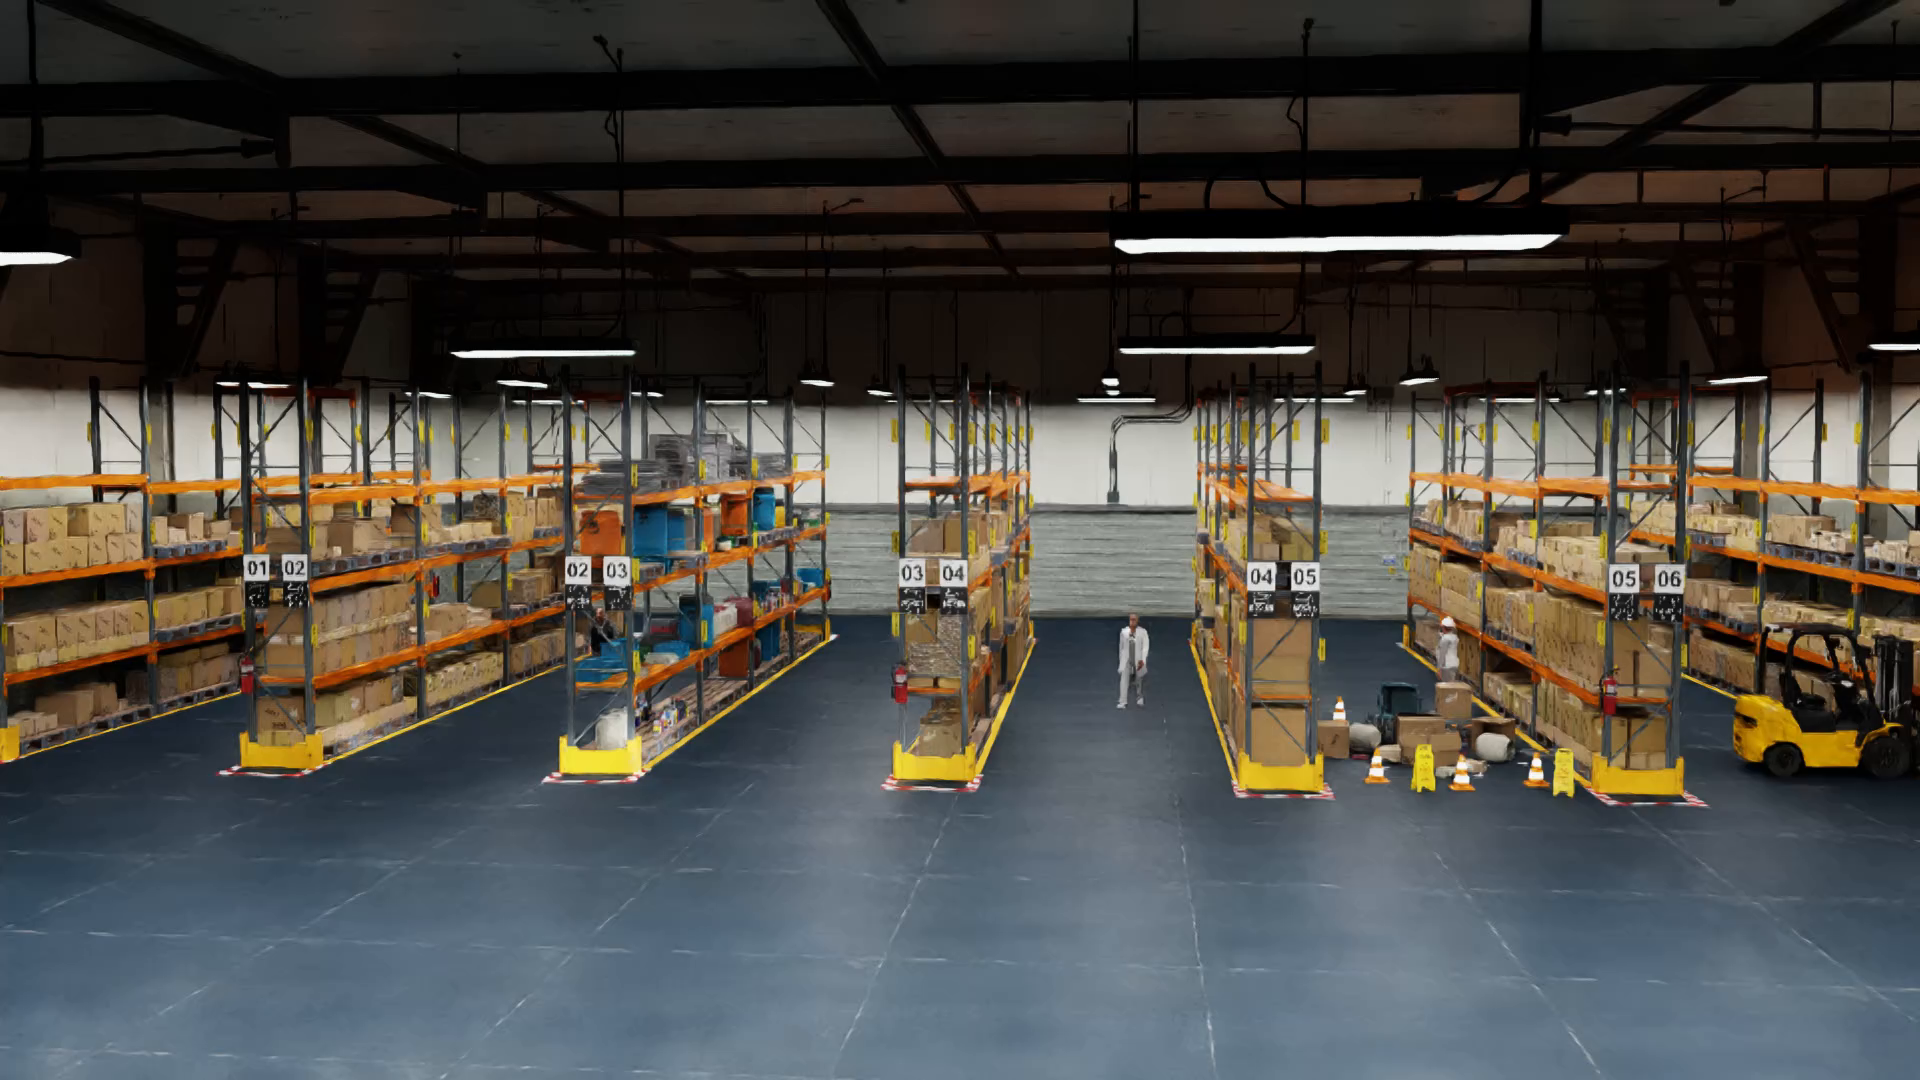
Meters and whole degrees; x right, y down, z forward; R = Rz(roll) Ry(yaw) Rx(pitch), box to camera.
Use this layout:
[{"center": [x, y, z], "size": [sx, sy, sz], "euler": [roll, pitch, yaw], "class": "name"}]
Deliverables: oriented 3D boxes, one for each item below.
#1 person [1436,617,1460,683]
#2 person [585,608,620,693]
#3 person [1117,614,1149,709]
[{"center": [8.515, 2.233, 29.152], "size": [0.583, 1.768, 0.630], "euler": [2, 4, 31], "class": "person"}, {"center": [-6.866, 2.125, 31.948], "size": [0.677, 1.671, 0.534], "euler": [0, 4, 3], "class": "person"}, {"center": [3.153, 2.191, 30.193], "size": [0.573, 1.716, 1.102], "euler": [1, 4, 14], "class": "person"}]
